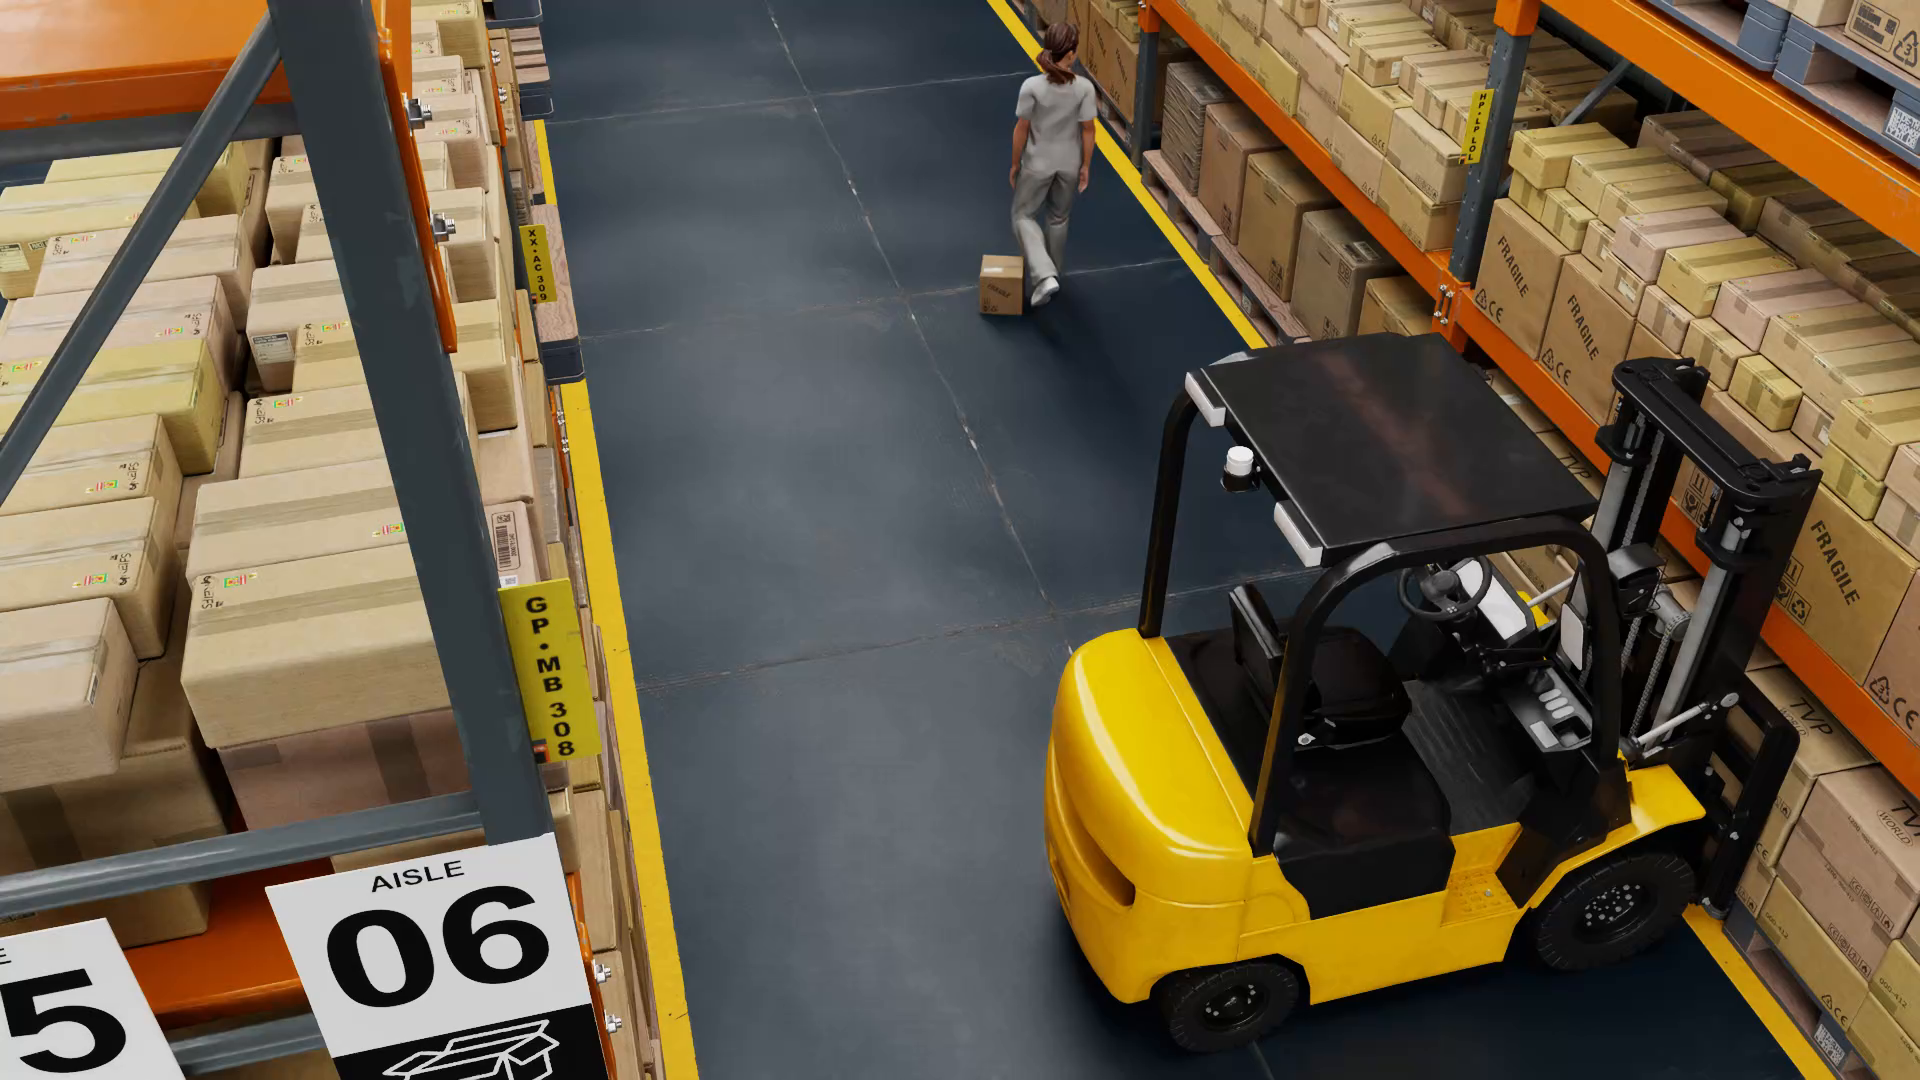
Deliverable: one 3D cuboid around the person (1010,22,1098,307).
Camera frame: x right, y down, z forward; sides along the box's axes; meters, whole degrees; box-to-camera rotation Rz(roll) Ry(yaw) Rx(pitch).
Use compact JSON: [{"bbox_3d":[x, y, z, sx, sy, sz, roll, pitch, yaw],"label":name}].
[{"bbox_3d":[0.516,-2.092,9.342,0.467,1.665,0.747,-5,39,-7],"label":"person"}]
